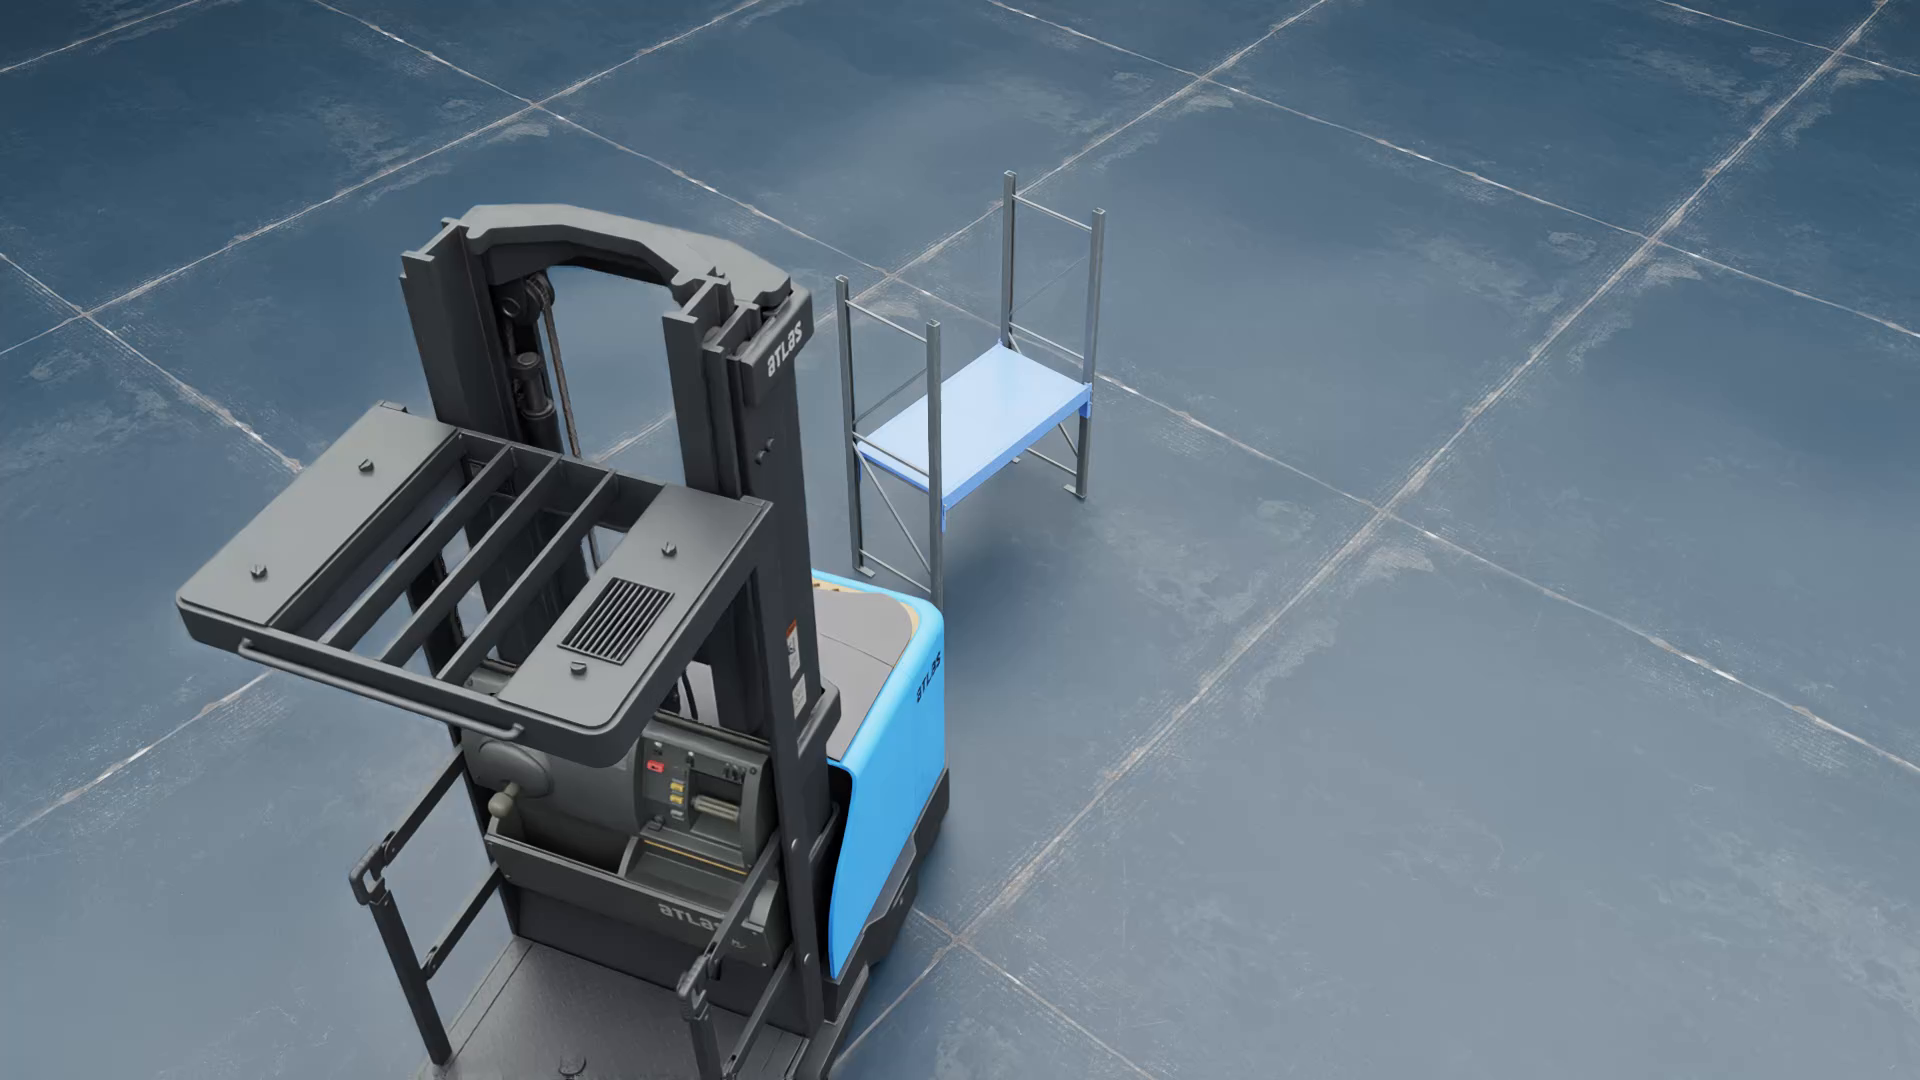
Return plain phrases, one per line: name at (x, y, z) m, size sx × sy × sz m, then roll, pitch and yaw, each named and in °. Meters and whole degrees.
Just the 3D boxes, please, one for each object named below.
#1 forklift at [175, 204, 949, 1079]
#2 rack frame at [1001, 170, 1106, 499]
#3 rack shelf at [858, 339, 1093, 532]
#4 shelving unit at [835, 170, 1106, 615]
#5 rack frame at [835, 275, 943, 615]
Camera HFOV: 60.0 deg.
forklift at (-1.044, 0.734, 4.447) m, size 1.130 × 2.935 × 3.031 m, roll 15°, pitch 44°, yaw 15°
rack frame at (0.382, -0.861, 7.264) m, size 0.500 × 1.500 × 0.032 m, roll 29°, pitch 50°, yaw 28°
rack shelf at (0.055, -0.466, 7.097) m, size 0.538 × 0.185 × 1.000 m, roll 29°, pitch 50°, yaw 28°
shelving unit at (0.055, -0.599, 6.976) m, size 0.538 × 1.500 × 1.048 m, roll 29°, pitch 50°, yaw 28°
rack frame at (-0.272, -0.337, 6.688) m, size 0.500 × 1.500 × 0.032 m, roll 29°, pitch 50°, yaw 28°
